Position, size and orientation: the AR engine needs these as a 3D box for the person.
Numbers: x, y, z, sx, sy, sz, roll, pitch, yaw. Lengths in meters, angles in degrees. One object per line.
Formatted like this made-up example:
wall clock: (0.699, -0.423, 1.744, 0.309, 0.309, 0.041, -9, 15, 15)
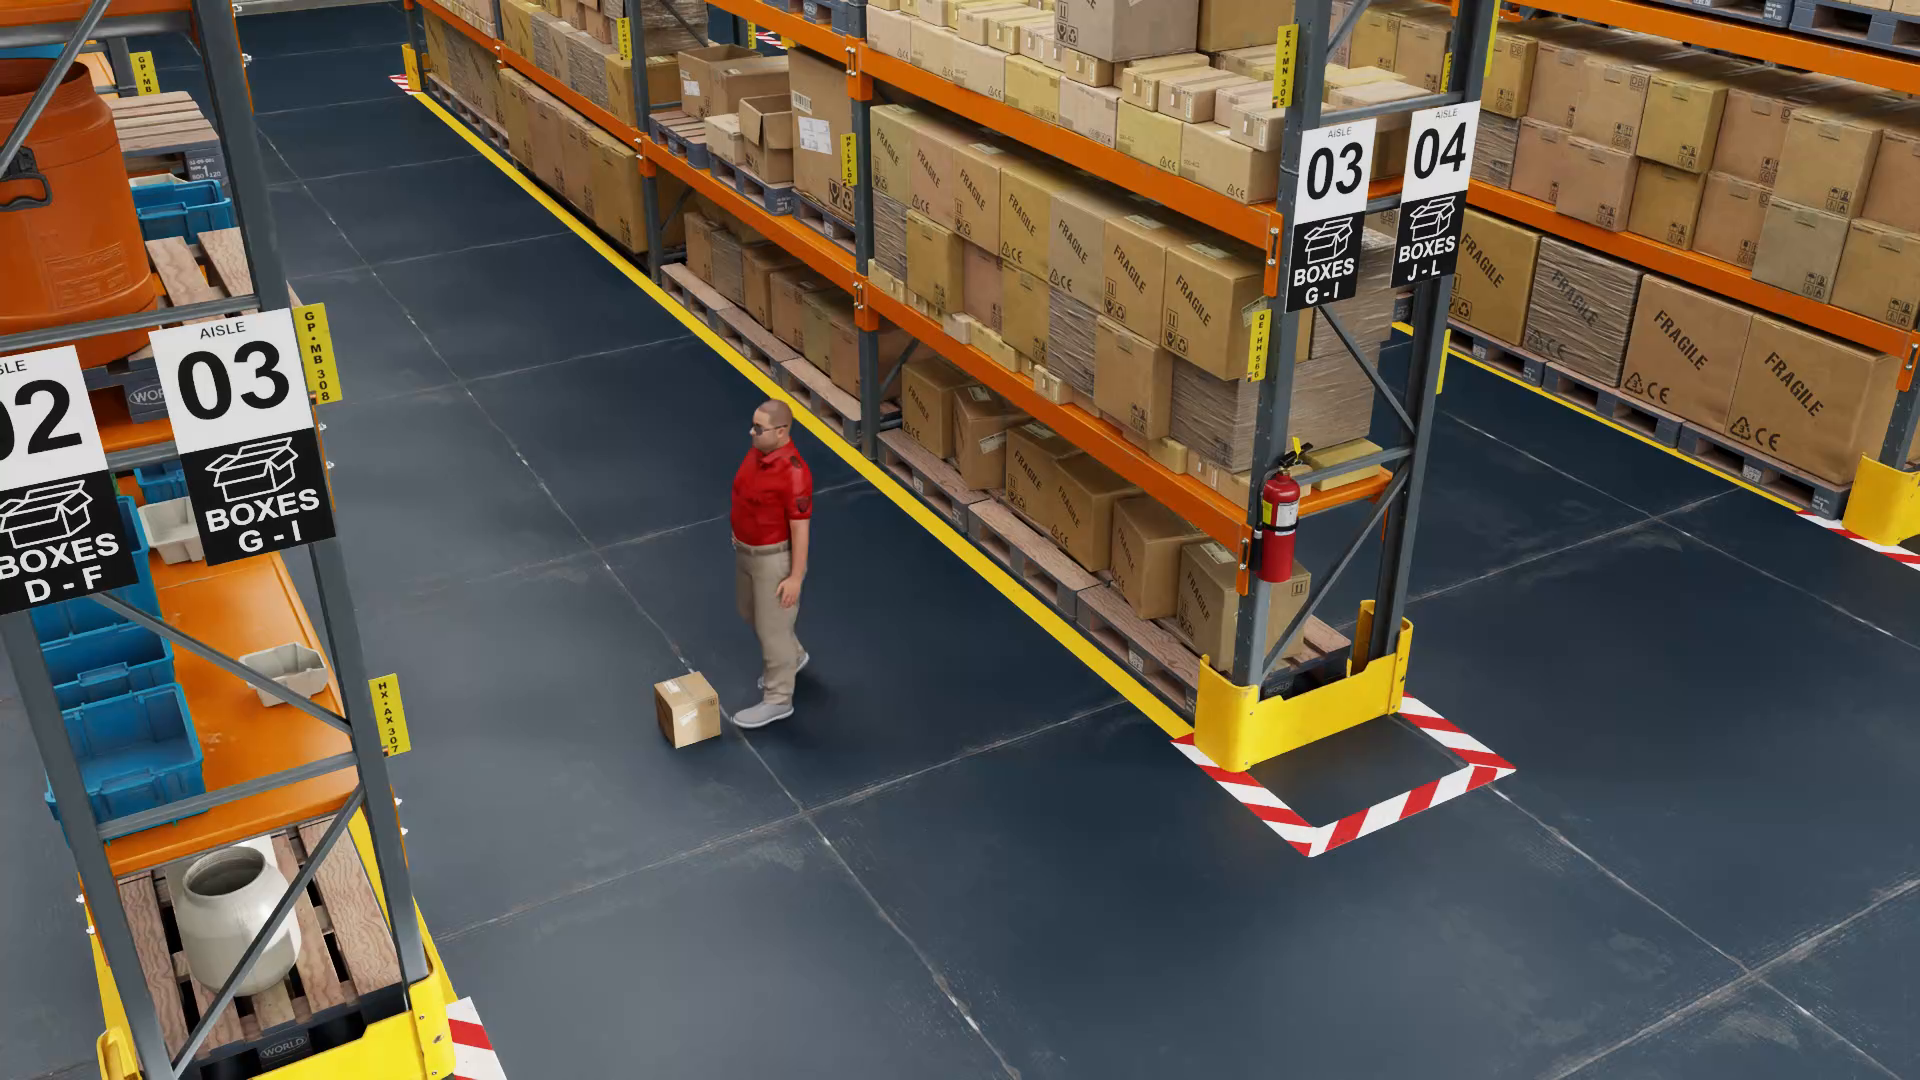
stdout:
person: (-0.974, 0.115, 8.394, 0.569, 1.751, 0.555, -16, 32, -26)
